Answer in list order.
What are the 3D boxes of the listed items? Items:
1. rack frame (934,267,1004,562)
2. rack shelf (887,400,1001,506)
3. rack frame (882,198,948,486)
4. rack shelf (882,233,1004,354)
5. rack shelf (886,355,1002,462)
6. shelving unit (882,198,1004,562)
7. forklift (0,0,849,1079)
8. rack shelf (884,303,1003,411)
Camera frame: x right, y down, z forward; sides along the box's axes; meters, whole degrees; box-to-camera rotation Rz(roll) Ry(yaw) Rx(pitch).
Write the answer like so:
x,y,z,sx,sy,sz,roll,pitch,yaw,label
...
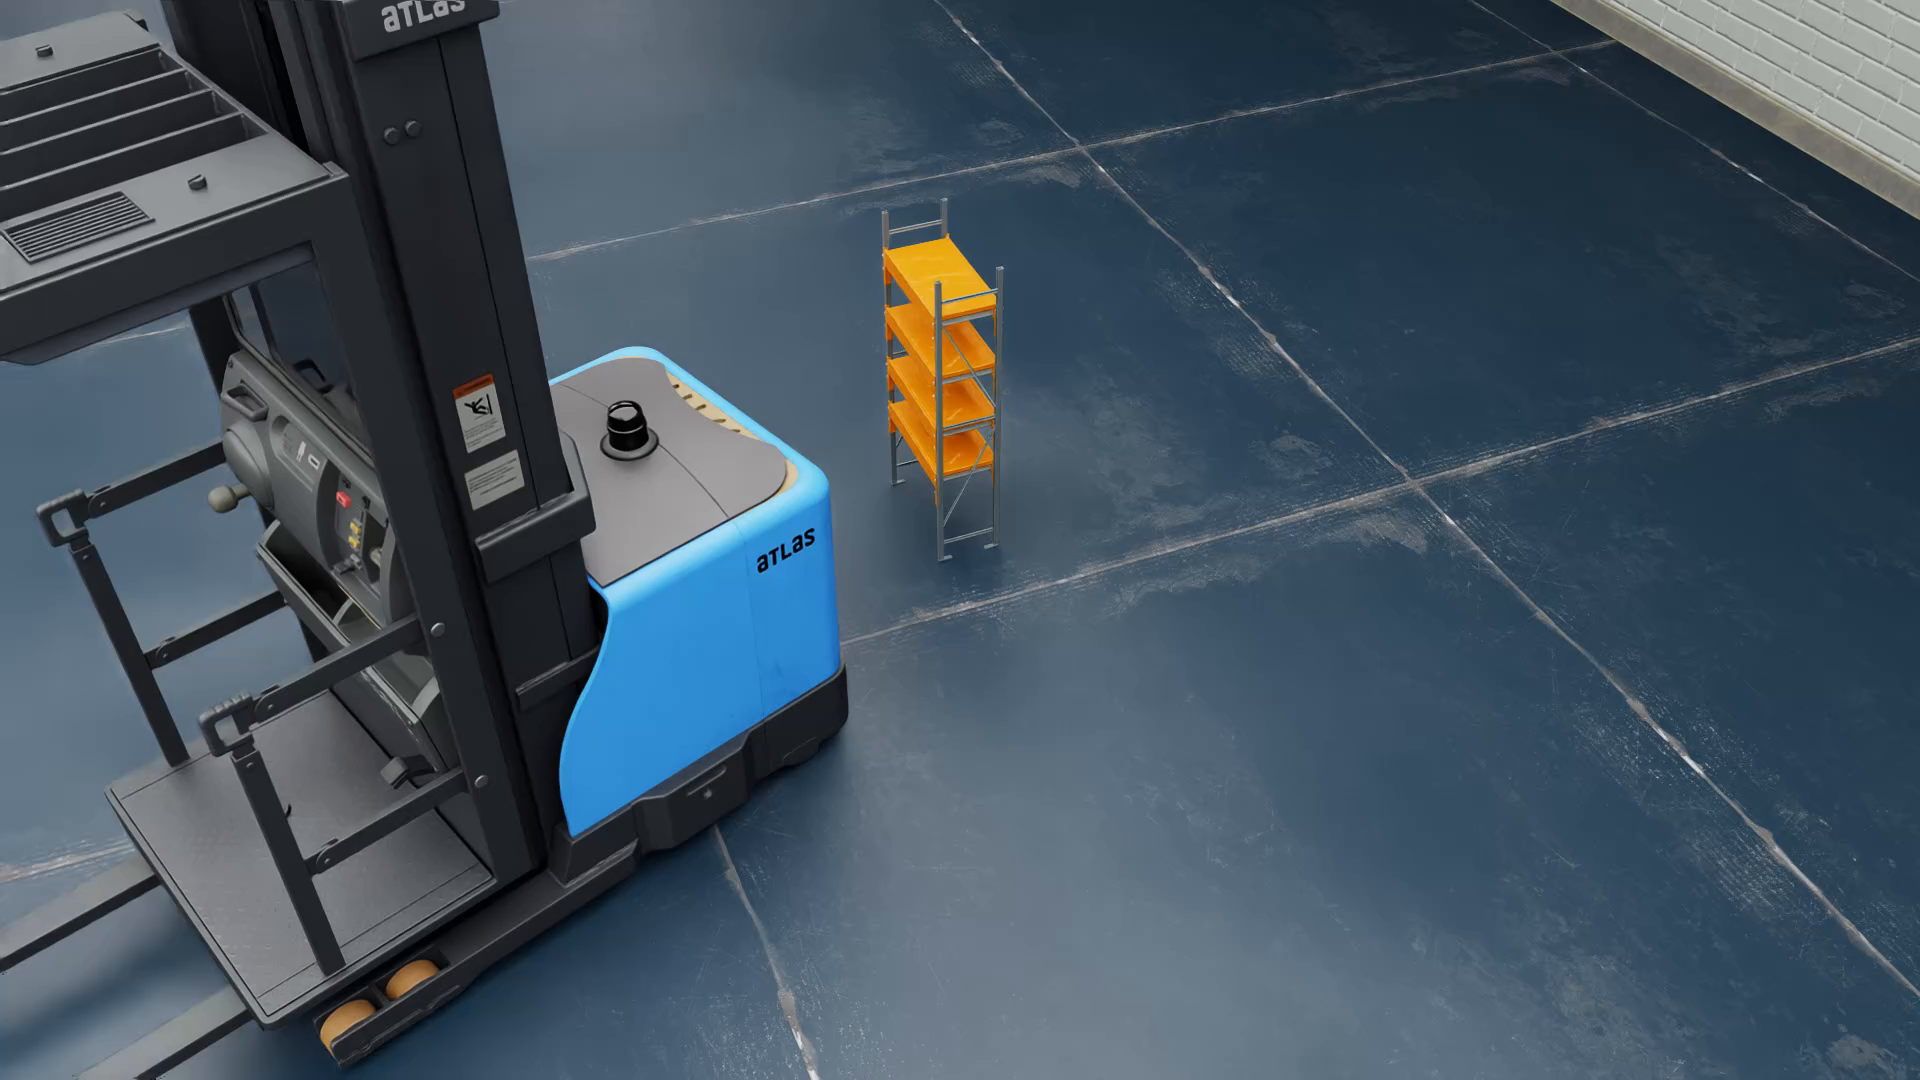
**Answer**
x,y,z,sx,sy,sz,roll,pitch,yaw,label
0.030,-0.408,5.804,0.240,1.200,0.015,-15,43,-17,rack frame
-0.063,-0.353,6.148,0.258,0.148,0.480,-15,43,-17,rack shelf
-0.157,-0.702,6.146,0.240,1.200,0.015,-15,43,-17,rack frame
-0.063,-0.853,5.719,0.258,0.148,0.480,-15,43,-17,rack shelf
-0.063,-0.504,6.019,0.258,0.148,0.480,-15,43,-17,rack shelf
-0.063,-0.555,5.975,0.258,1.200,0.503,-15,43,-17,shelving unit
-1.793,-0.066,4.078,3.031,2.935,1.130,-31,49,-31,forklift
-0.063,-0.673,5.873,0.258,0.148,0.480,-15,43,-17,rack shelf
